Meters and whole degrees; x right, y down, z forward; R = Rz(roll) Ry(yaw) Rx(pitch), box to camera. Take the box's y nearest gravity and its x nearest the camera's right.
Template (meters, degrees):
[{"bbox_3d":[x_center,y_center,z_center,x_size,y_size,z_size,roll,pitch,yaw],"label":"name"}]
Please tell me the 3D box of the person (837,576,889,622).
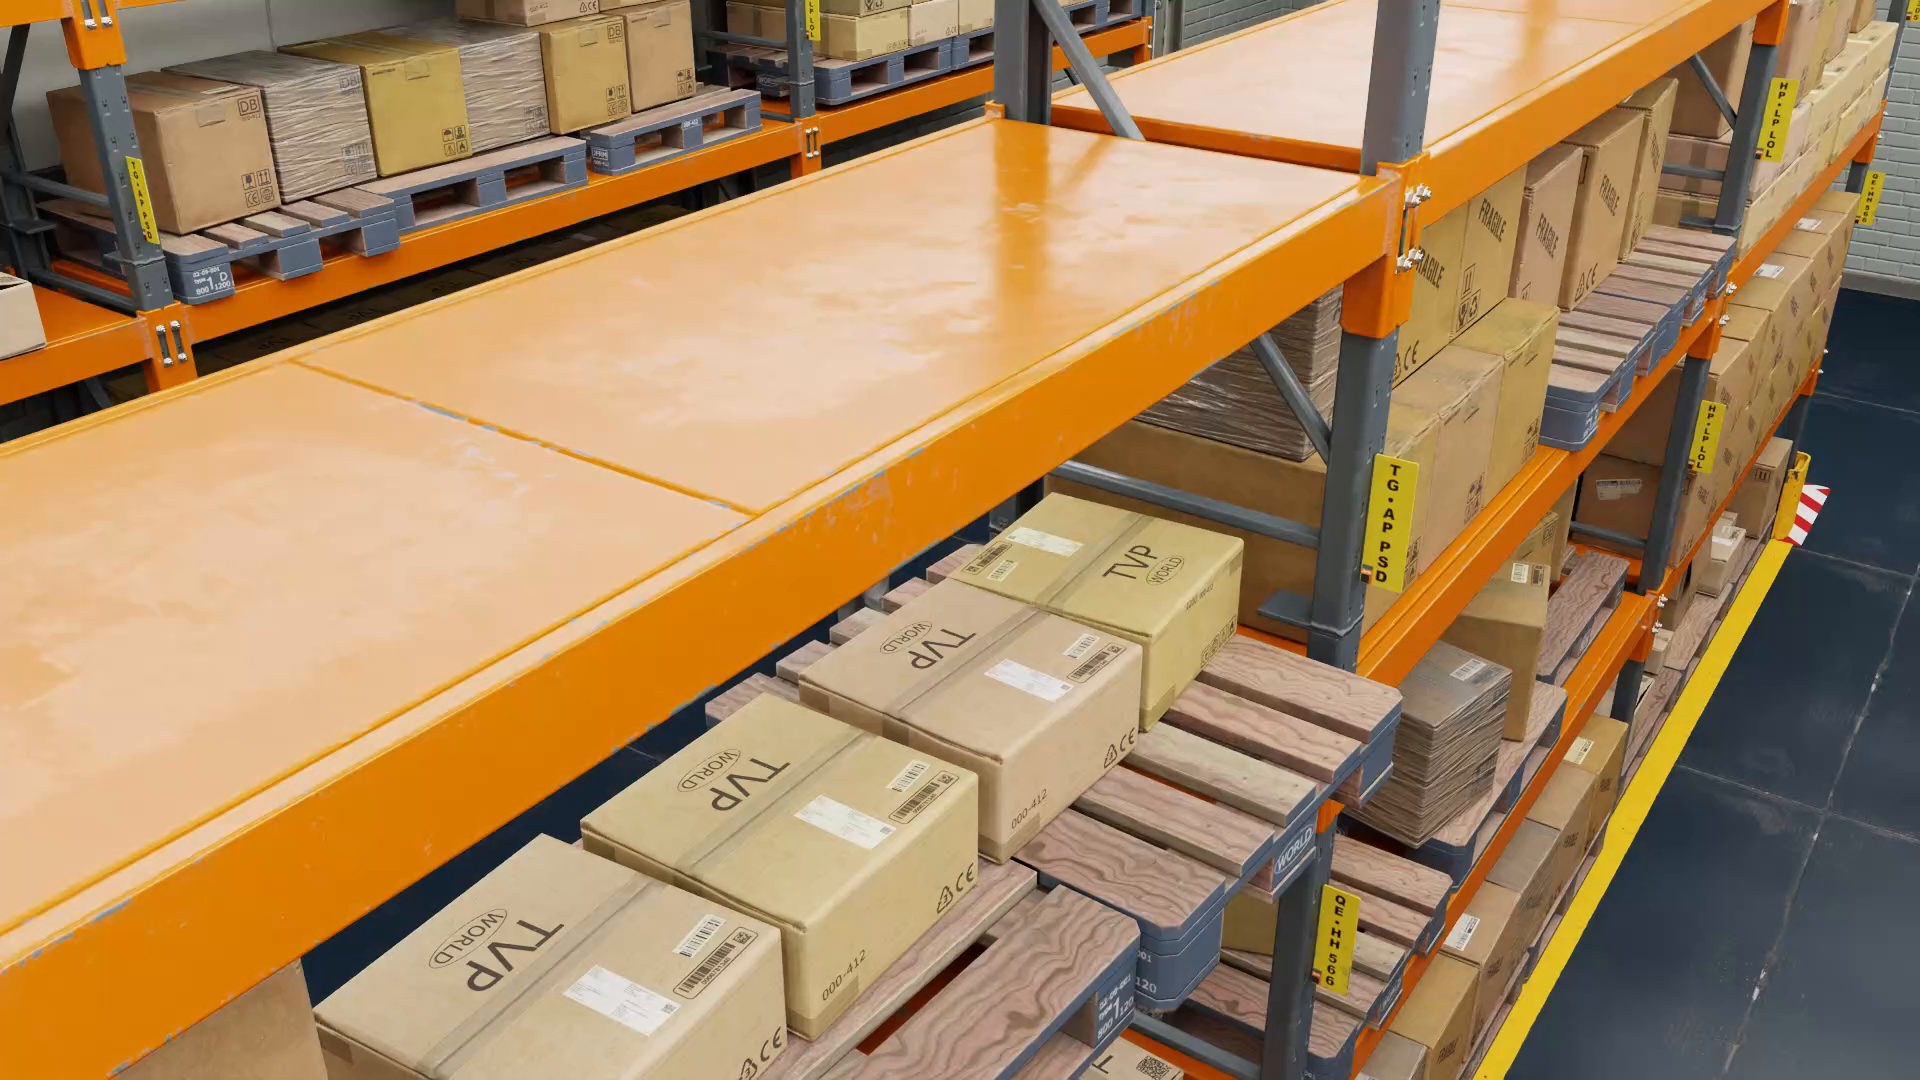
[{"bbox_3d":[-0.573,-0.014,9.170,0.436,1.655,0.558,18,32,31],"label":"person"}]
